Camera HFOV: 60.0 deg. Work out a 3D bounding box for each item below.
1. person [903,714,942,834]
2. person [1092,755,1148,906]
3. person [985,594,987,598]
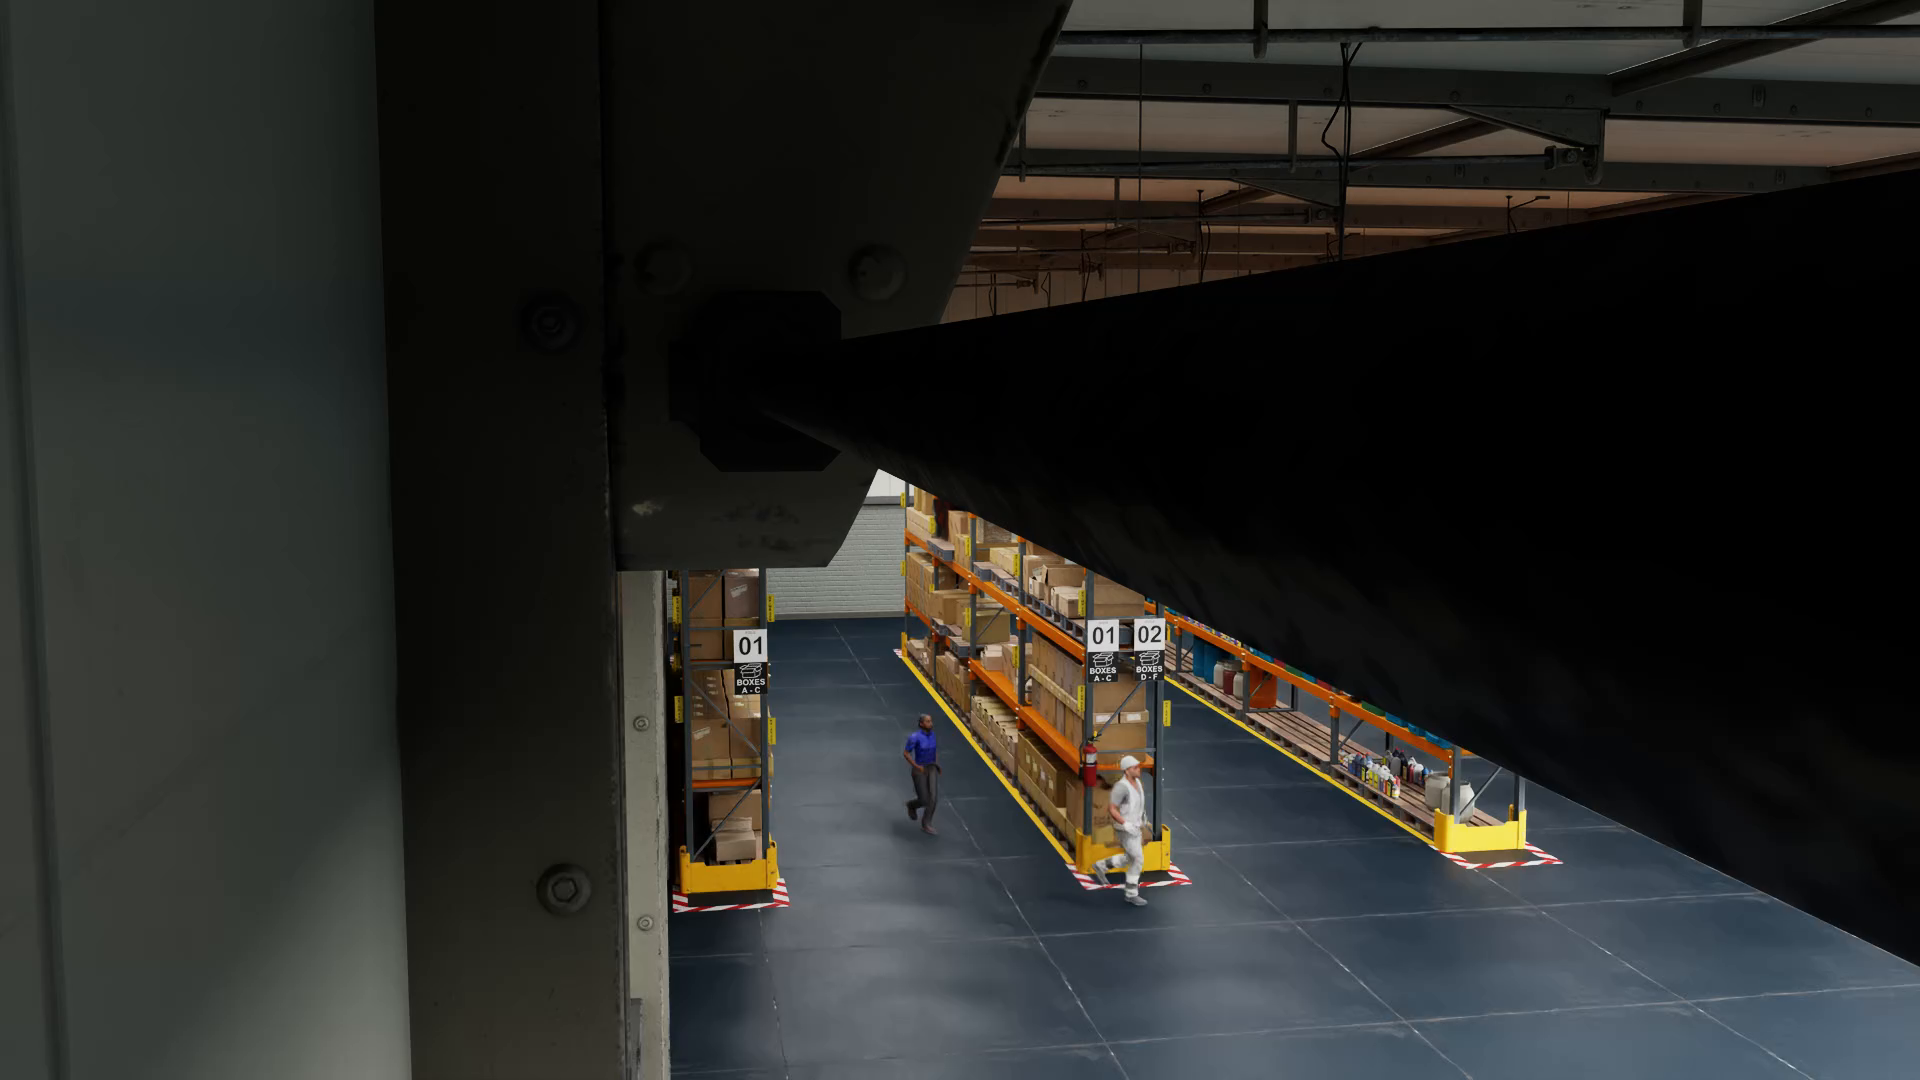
[{"bbox_3d":[-0.522,3.221,22.771,0.576,1.548,0.601,-5,8,-39],"label":"person"},{"bbox_3d":[1.913,3.415,19.753,0.734,1.774,0.677,3,7,27],"label":"person"},{"bbox_3d":[0.300,1.592,37.449,0.930,1.757,0.695,4,7,31],"label":"person"}]
